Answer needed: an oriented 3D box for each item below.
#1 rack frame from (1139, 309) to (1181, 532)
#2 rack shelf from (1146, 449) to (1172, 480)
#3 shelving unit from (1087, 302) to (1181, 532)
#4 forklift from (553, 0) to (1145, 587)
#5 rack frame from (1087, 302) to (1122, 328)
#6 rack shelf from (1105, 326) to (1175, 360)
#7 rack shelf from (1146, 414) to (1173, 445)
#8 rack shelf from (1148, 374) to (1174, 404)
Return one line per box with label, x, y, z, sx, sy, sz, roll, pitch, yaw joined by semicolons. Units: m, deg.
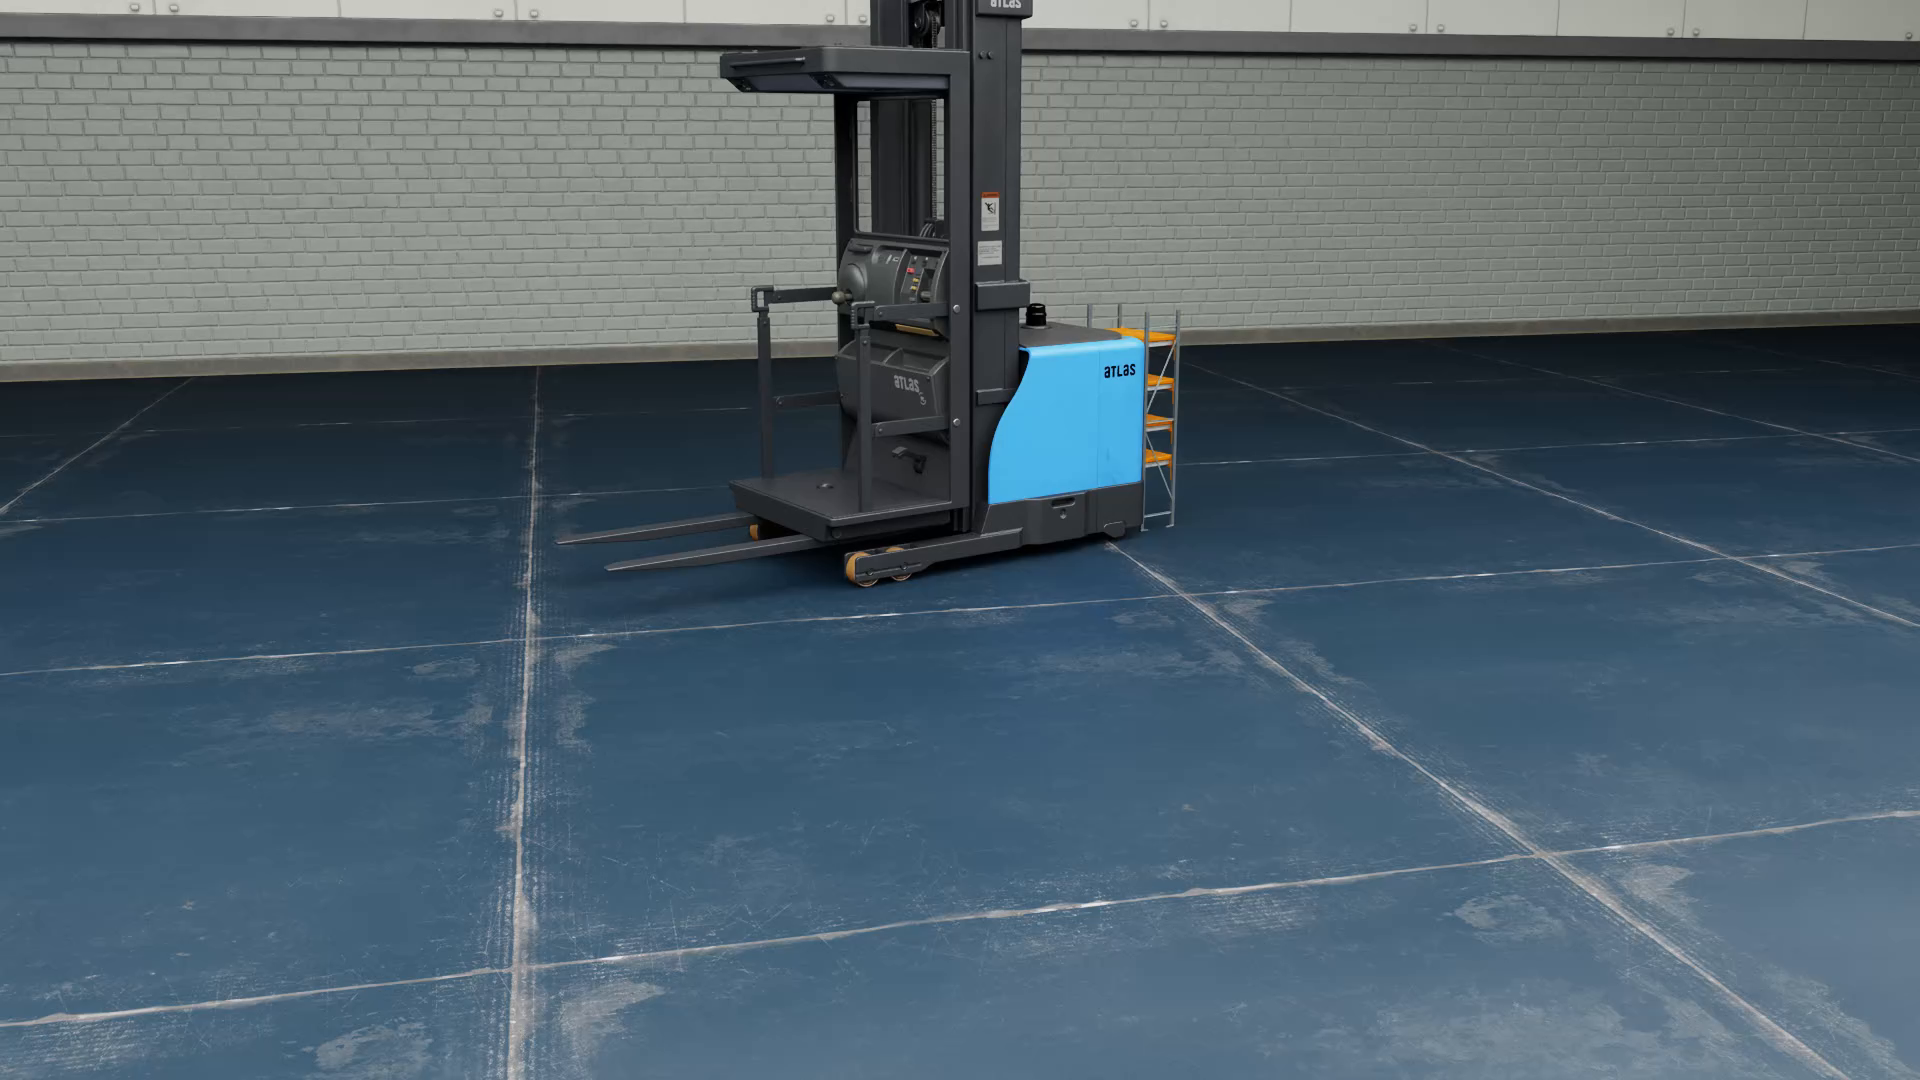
rack frame;1.085;-0.644;9.034;0.240;1.200;0.015;-9;17;-33
rack shelf;0.947;-0.433;9.293;0.258;0.148;0.480;-9;17;-33
shelving unit;0.947;-0.692;9.230;0.258;1.200;0.503;-9;17;-33
forklift;-0.513;-1.340;8.237;3.031;2.935;1.130;-9;17;-33
rack frame;0.809;-0.739;9.425;0.240;1.200;0.015;-9;17;-33
rack shelf;0.947;-1.073;9.136;0.258;0.148;0.480;-9;17;-33
rack shelf;0.947;-0.626;9.246;0.258;0.148;0.480;-9;17;-33
rack shelf;0.947;-0.844;9.192;0.258;0.148;0.480;-9;17;-33
